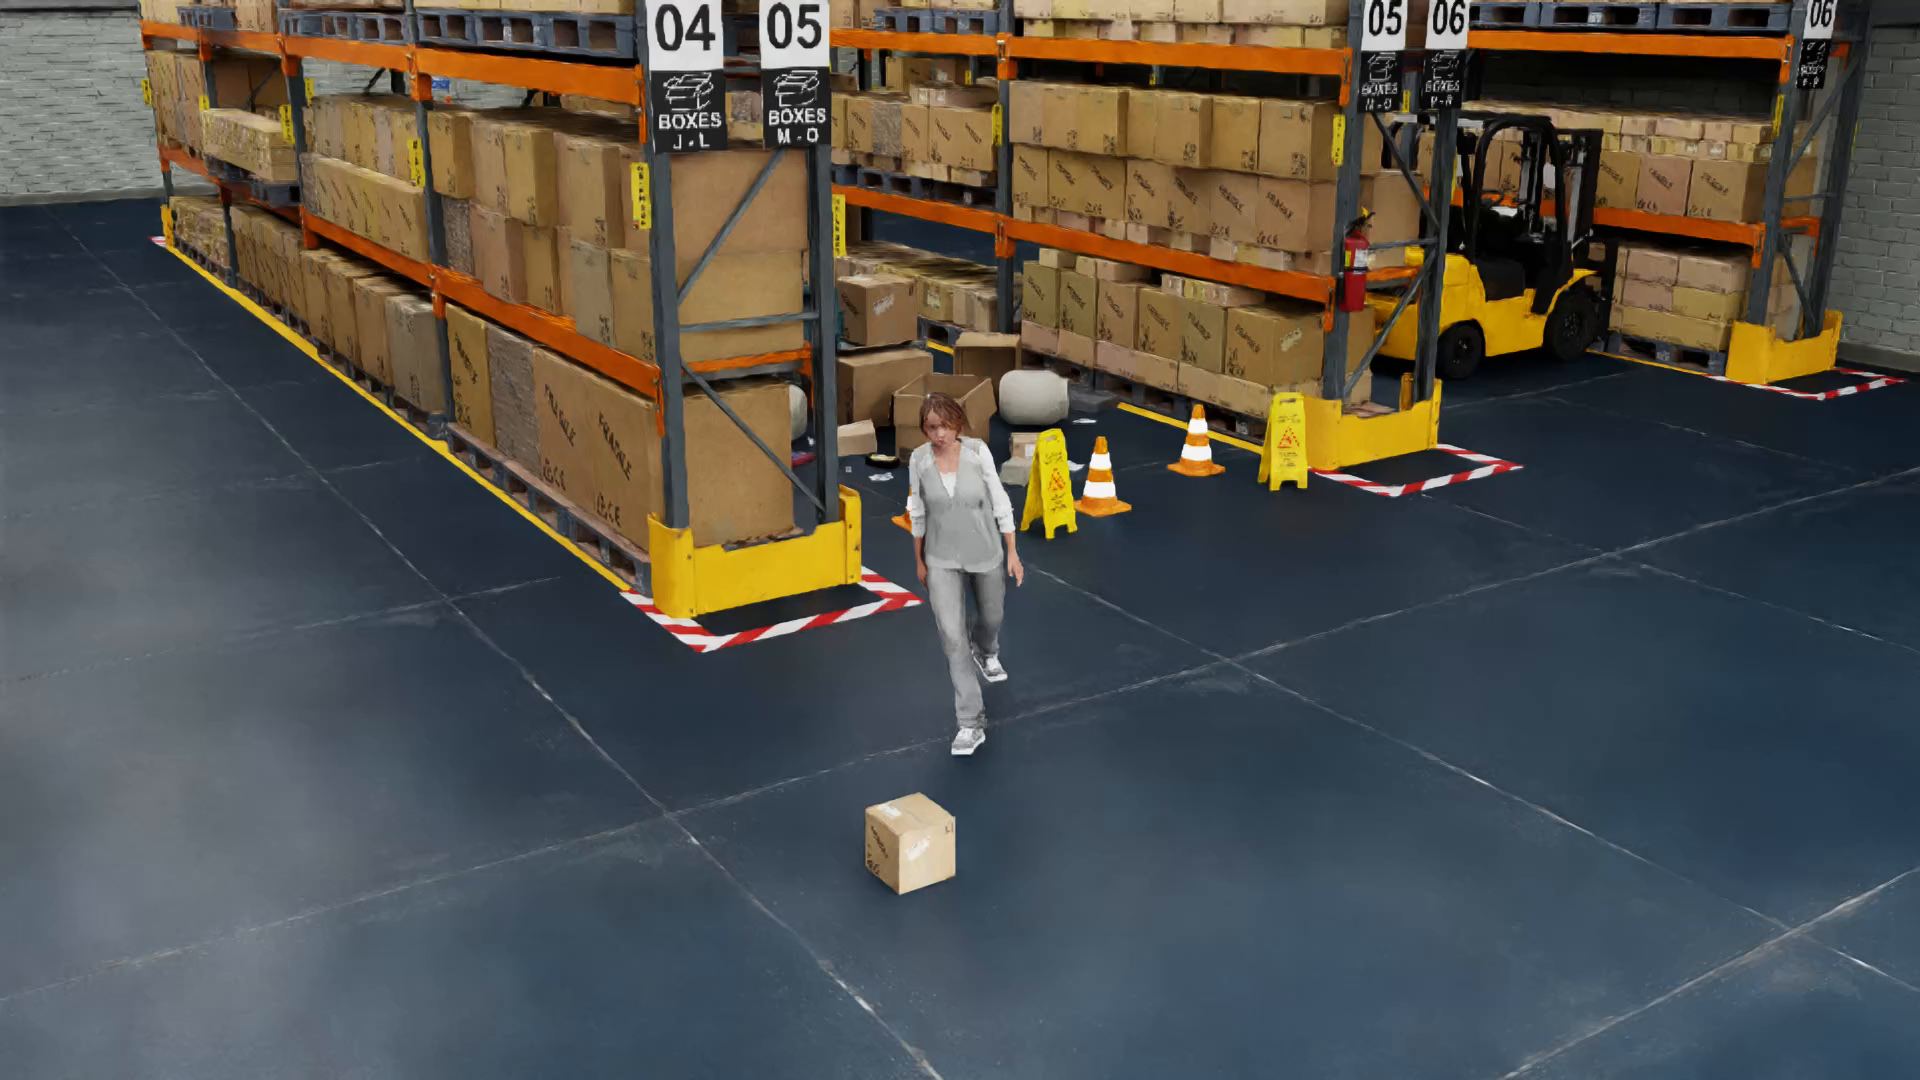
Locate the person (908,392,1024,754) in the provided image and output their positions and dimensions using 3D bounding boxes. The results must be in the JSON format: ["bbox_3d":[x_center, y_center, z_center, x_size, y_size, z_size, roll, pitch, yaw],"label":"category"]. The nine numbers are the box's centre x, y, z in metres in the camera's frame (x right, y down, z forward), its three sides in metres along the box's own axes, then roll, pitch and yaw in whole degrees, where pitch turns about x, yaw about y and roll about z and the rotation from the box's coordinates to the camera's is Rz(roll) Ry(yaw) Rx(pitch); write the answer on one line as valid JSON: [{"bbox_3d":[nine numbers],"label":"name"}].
[{"bbox_3d":[0.032,0.081,7.356,0.504,1.541,0.920,2,18,5],"label":"person"}]
